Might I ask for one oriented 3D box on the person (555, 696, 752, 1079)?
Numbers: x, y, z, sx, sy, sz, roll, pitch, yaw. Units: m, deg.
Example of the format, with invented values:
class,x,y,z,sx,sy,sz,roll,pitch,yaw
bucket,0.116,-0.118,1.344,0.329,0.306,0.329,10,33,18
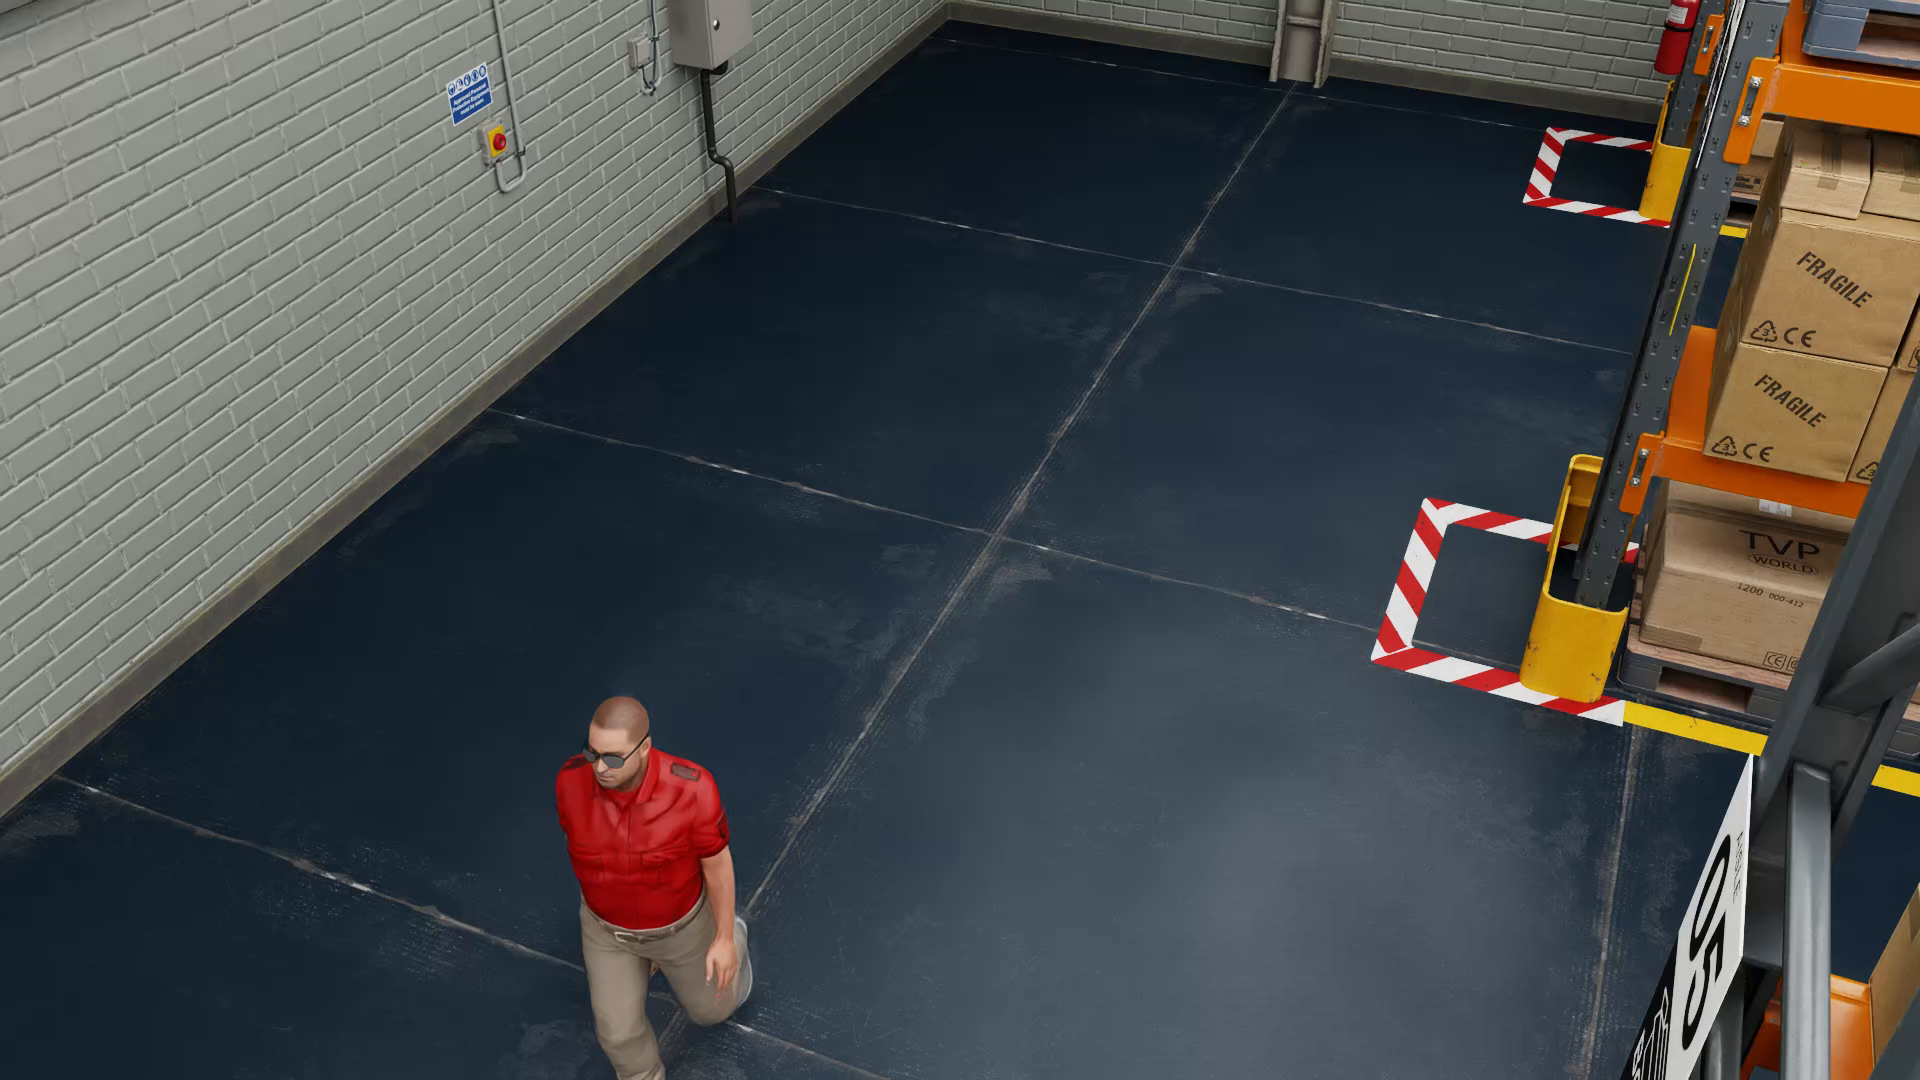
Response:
class,x,y,z,sx,sy,sz,roll,pitch,yaw
person,-0.936,1.120,5.164,0.551,1.696,0.831,3,37,4
